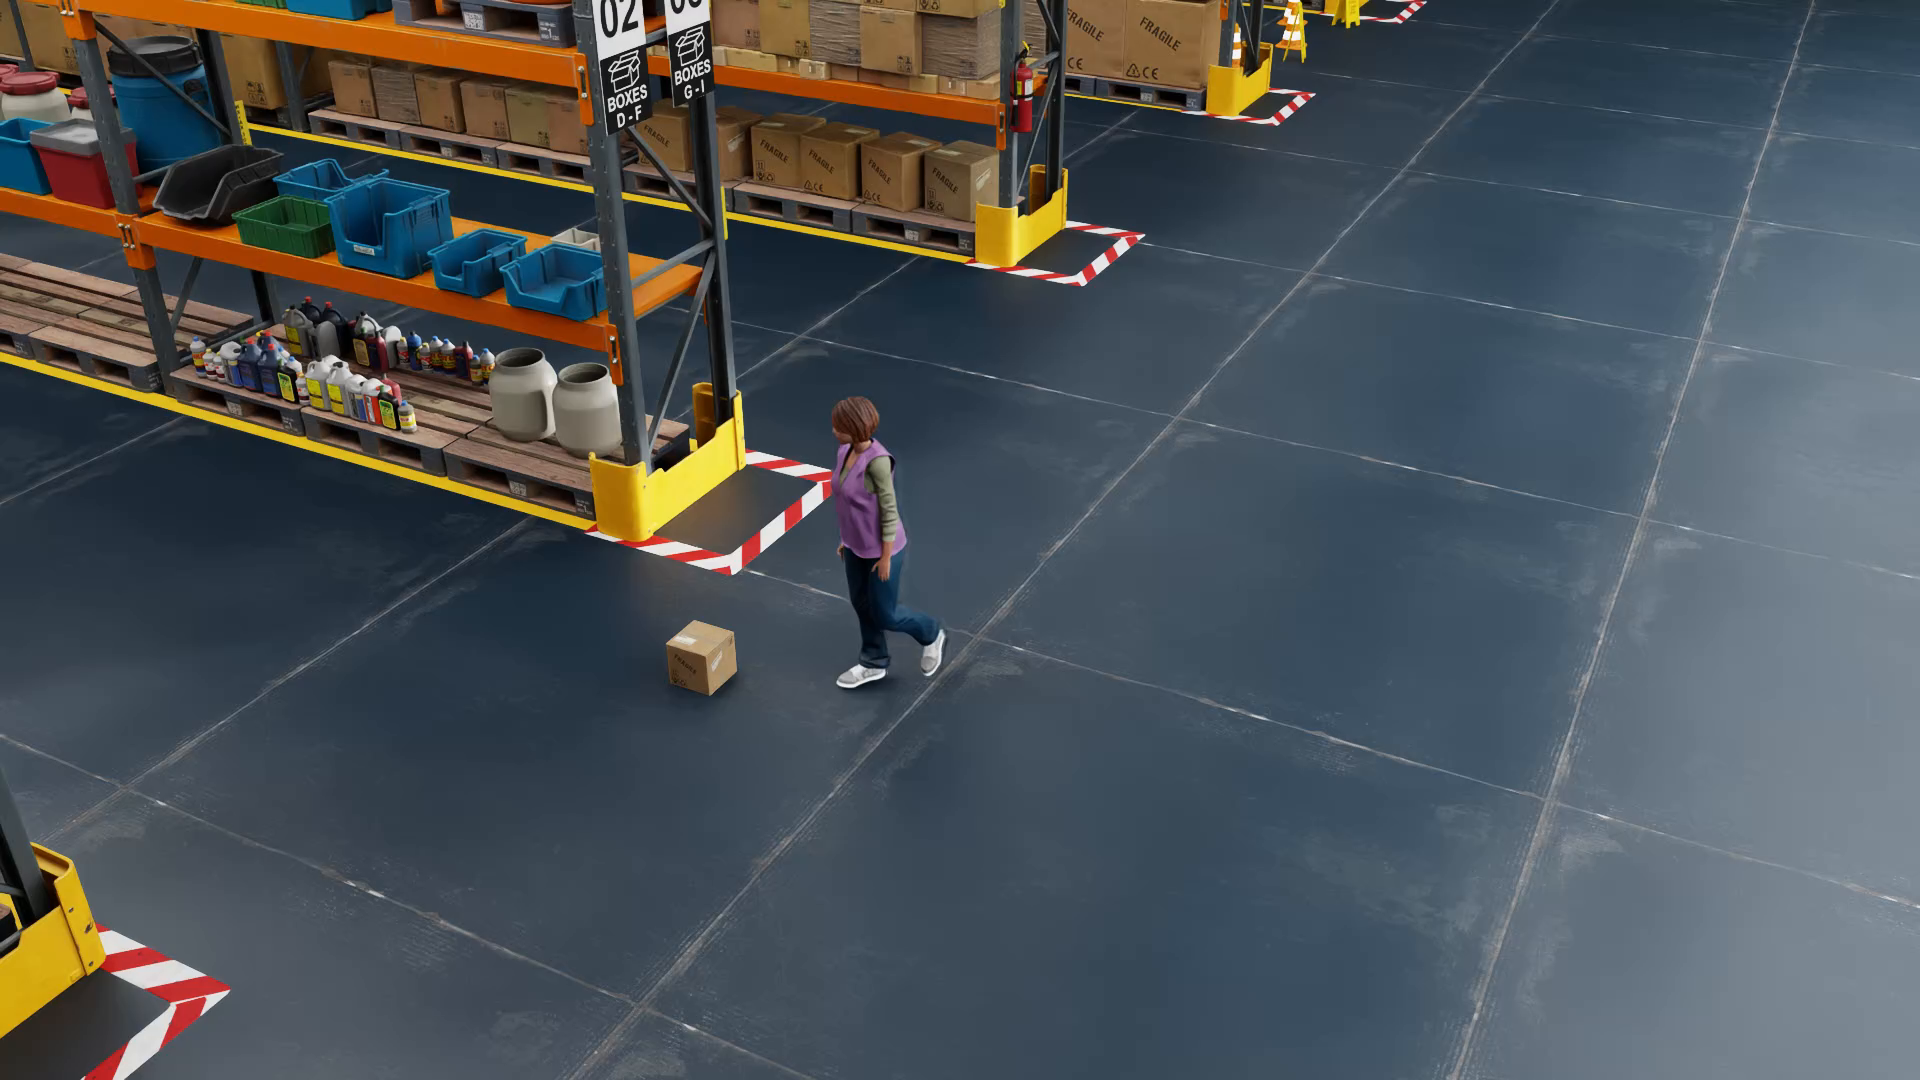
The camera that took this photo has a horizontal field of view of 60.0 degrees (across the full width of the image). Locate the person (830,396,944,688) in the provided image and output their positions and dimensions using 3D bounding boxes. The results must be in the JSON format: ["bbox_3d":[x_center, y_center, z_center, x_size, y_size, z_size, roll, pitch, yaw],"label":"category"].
[{"bbox_3d":[-0.373,0.014,8.238,0.561,1.591,0.447,-19,36,-29],"label":"person"}]
